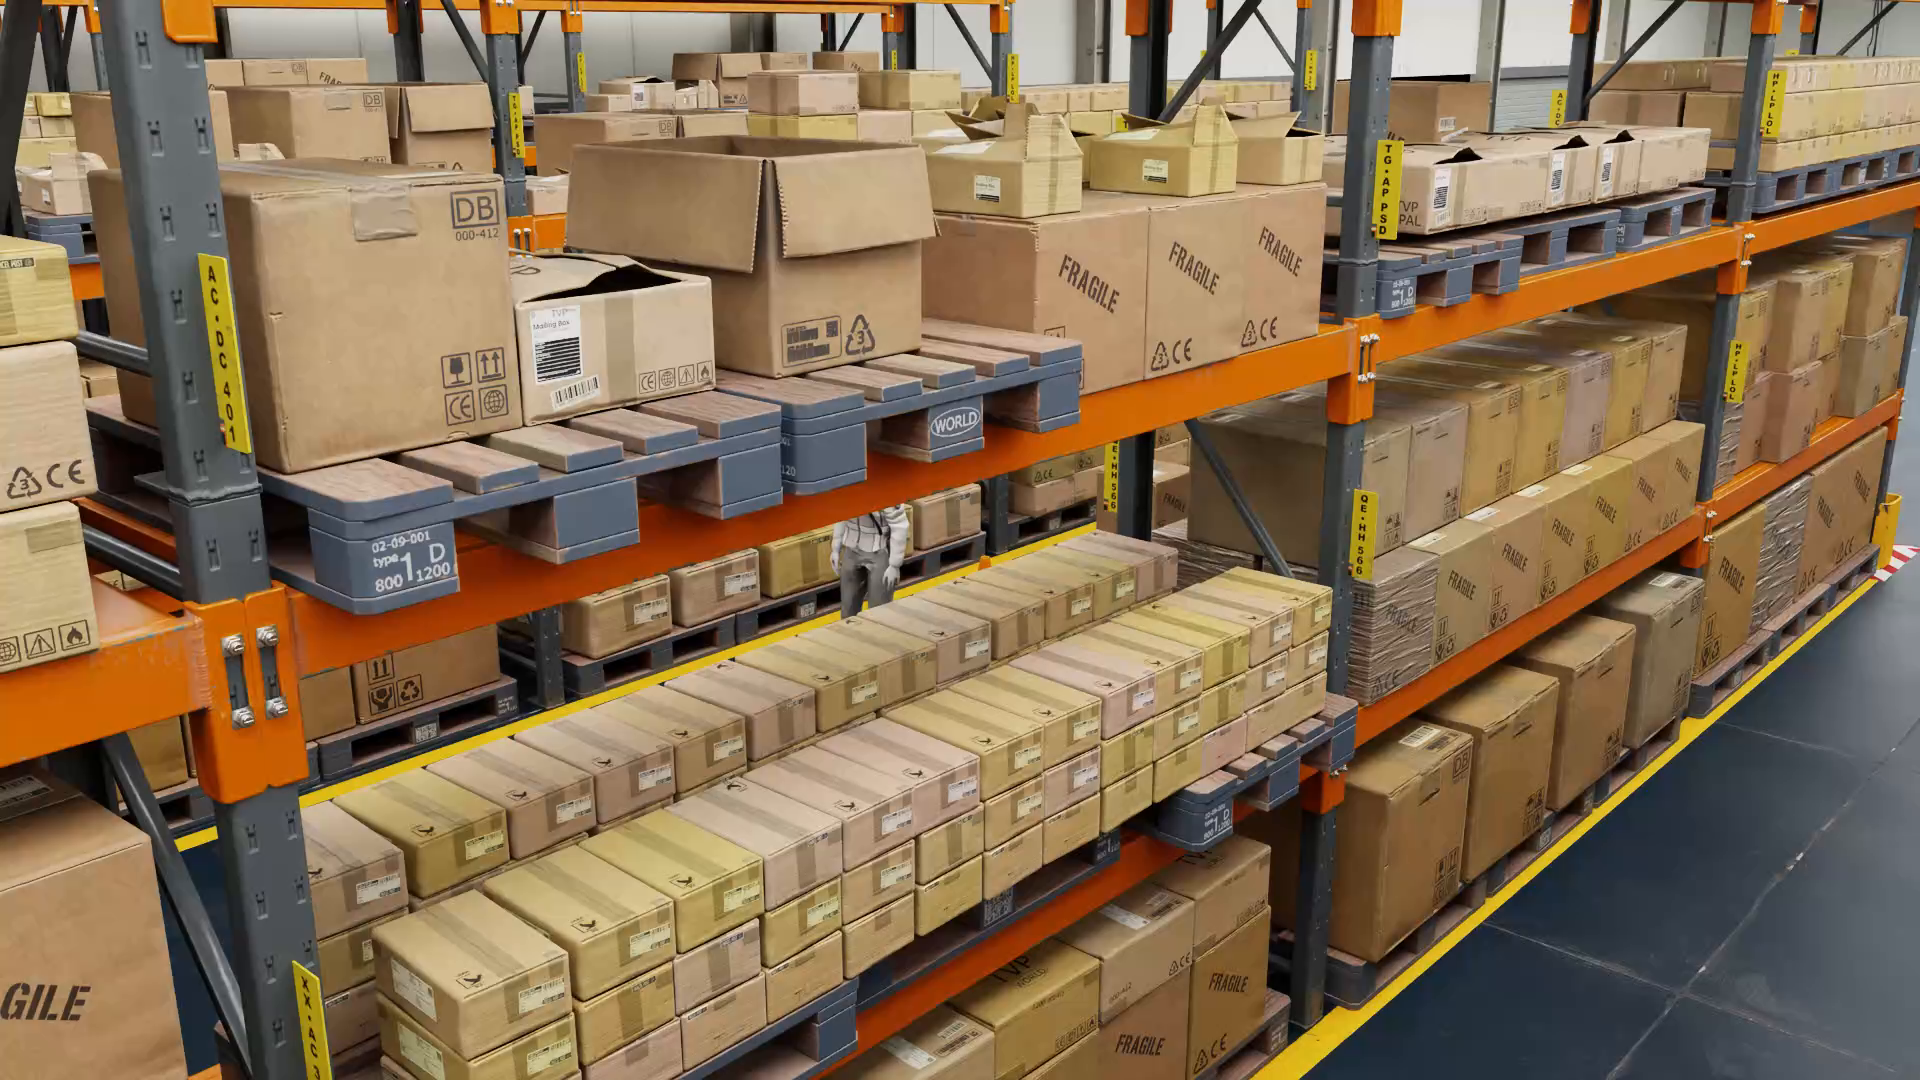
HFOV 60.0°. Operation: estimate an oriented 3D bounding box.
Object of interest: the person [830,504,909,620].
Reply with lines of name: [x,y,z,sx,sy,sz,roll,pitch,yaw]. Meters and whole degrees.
person: [-0.535,0.112,9.674,0.536,1.662,0.378,14,22,39]
